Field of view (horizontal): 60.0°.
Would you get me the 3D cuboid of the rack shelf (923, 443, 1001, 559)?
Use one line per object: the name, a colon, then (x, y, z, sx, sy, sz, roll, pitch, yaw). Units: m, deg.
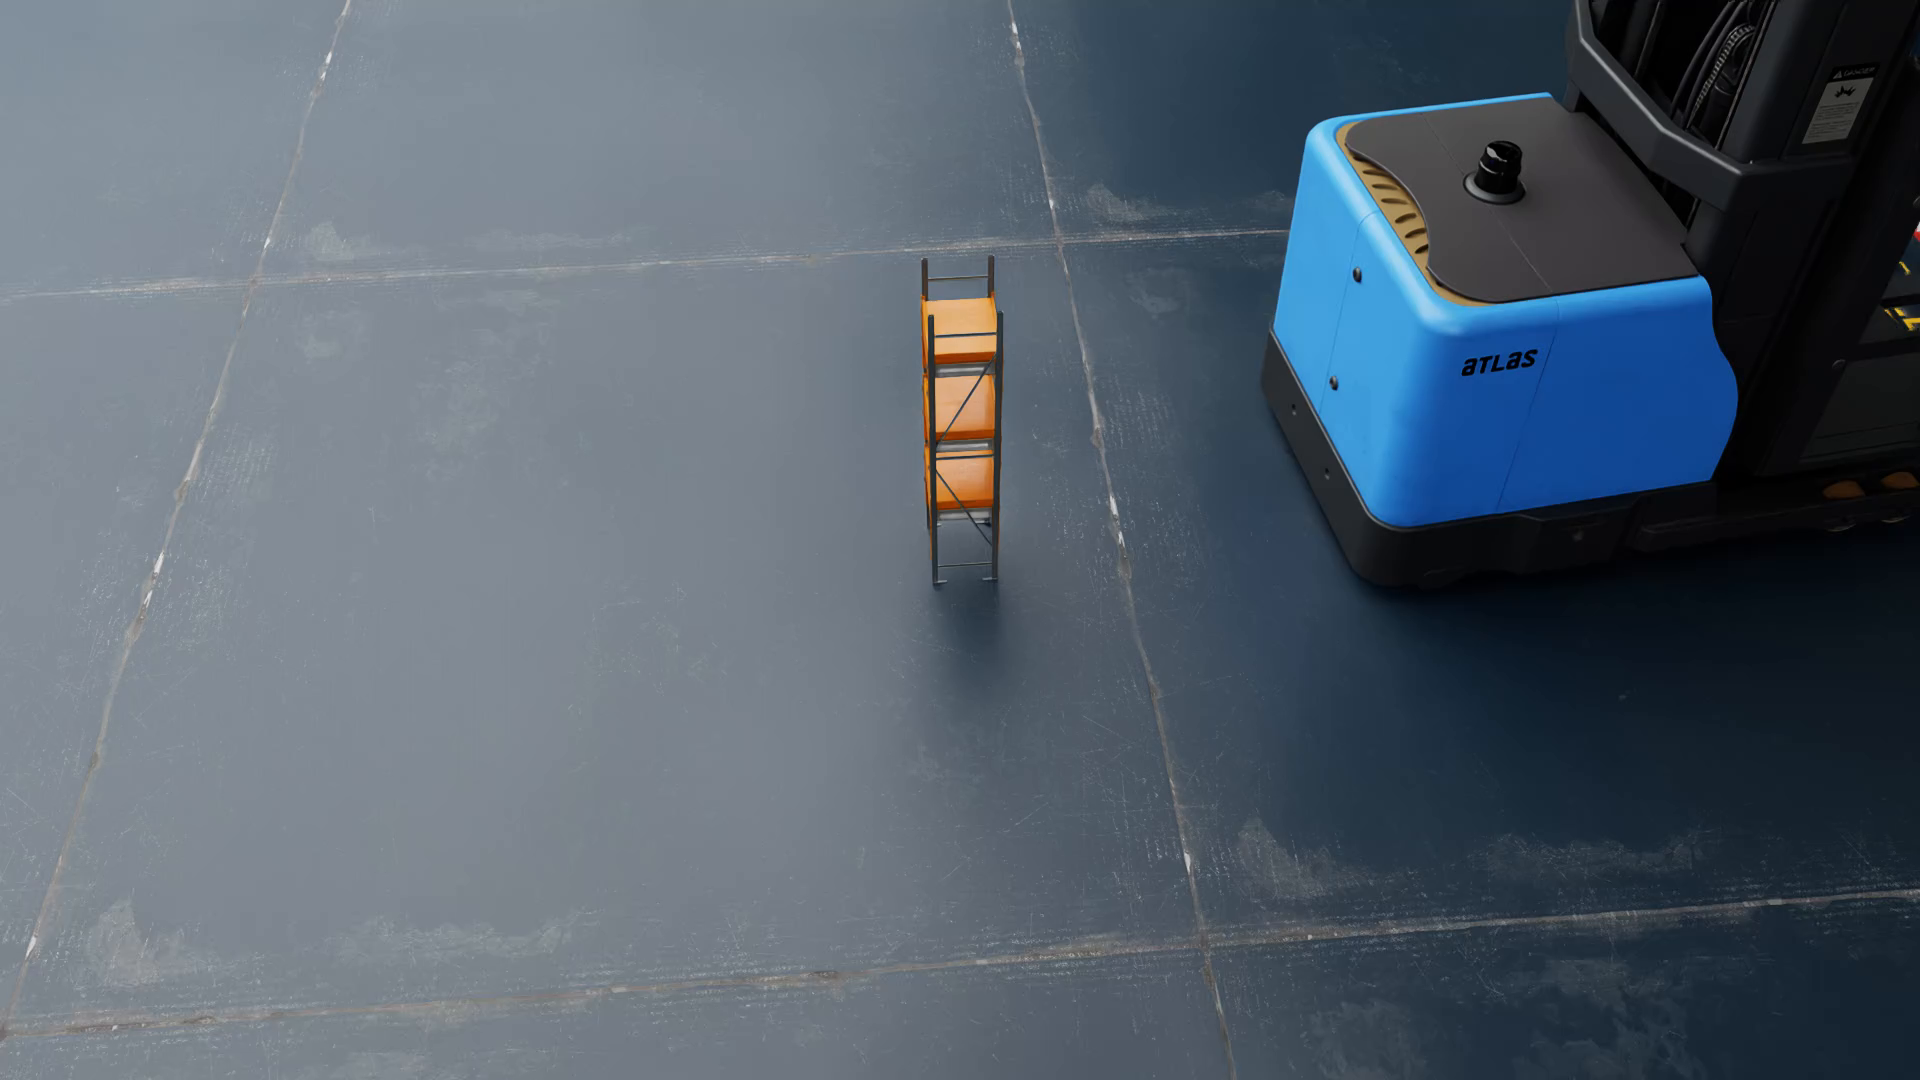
rack shelf: (0.004, -0.124, 5.042, 0.215, 0.259, 0.240, -3, 47, -3)

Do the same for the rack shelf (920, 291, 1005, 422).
rack shelf: (0.004, -0.510, 4.634, 0.215, 0.259, 0.240, -3, 47, -3)

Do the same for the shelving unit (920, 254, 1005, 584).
shelving unit: (0.004, -0.322, 4.832, 0.215, 1.050, 0.252, -3, 47, -3)

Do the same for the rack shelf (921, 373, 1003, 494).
rack shelf: (0.004, -0.315, 4.840, 0.215, 0.259, 0.240, -3, 47, -3)

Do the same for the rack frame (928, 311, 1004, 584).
rack frame: (0.015, -0.234, 4.749, 0.200, 1.050, 0.008, -3, 47, -3)

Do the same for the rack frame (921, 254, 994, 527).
rack frame: (-0.006, -0.411, 4.916, 0.200, 1.050, 0.008, -3, 47, -3)

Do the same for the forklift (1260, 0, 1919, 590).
forklift: (2.590, -1.404, 4.561, 3.031, 2.935, 1.130, -9, 47, -8)
